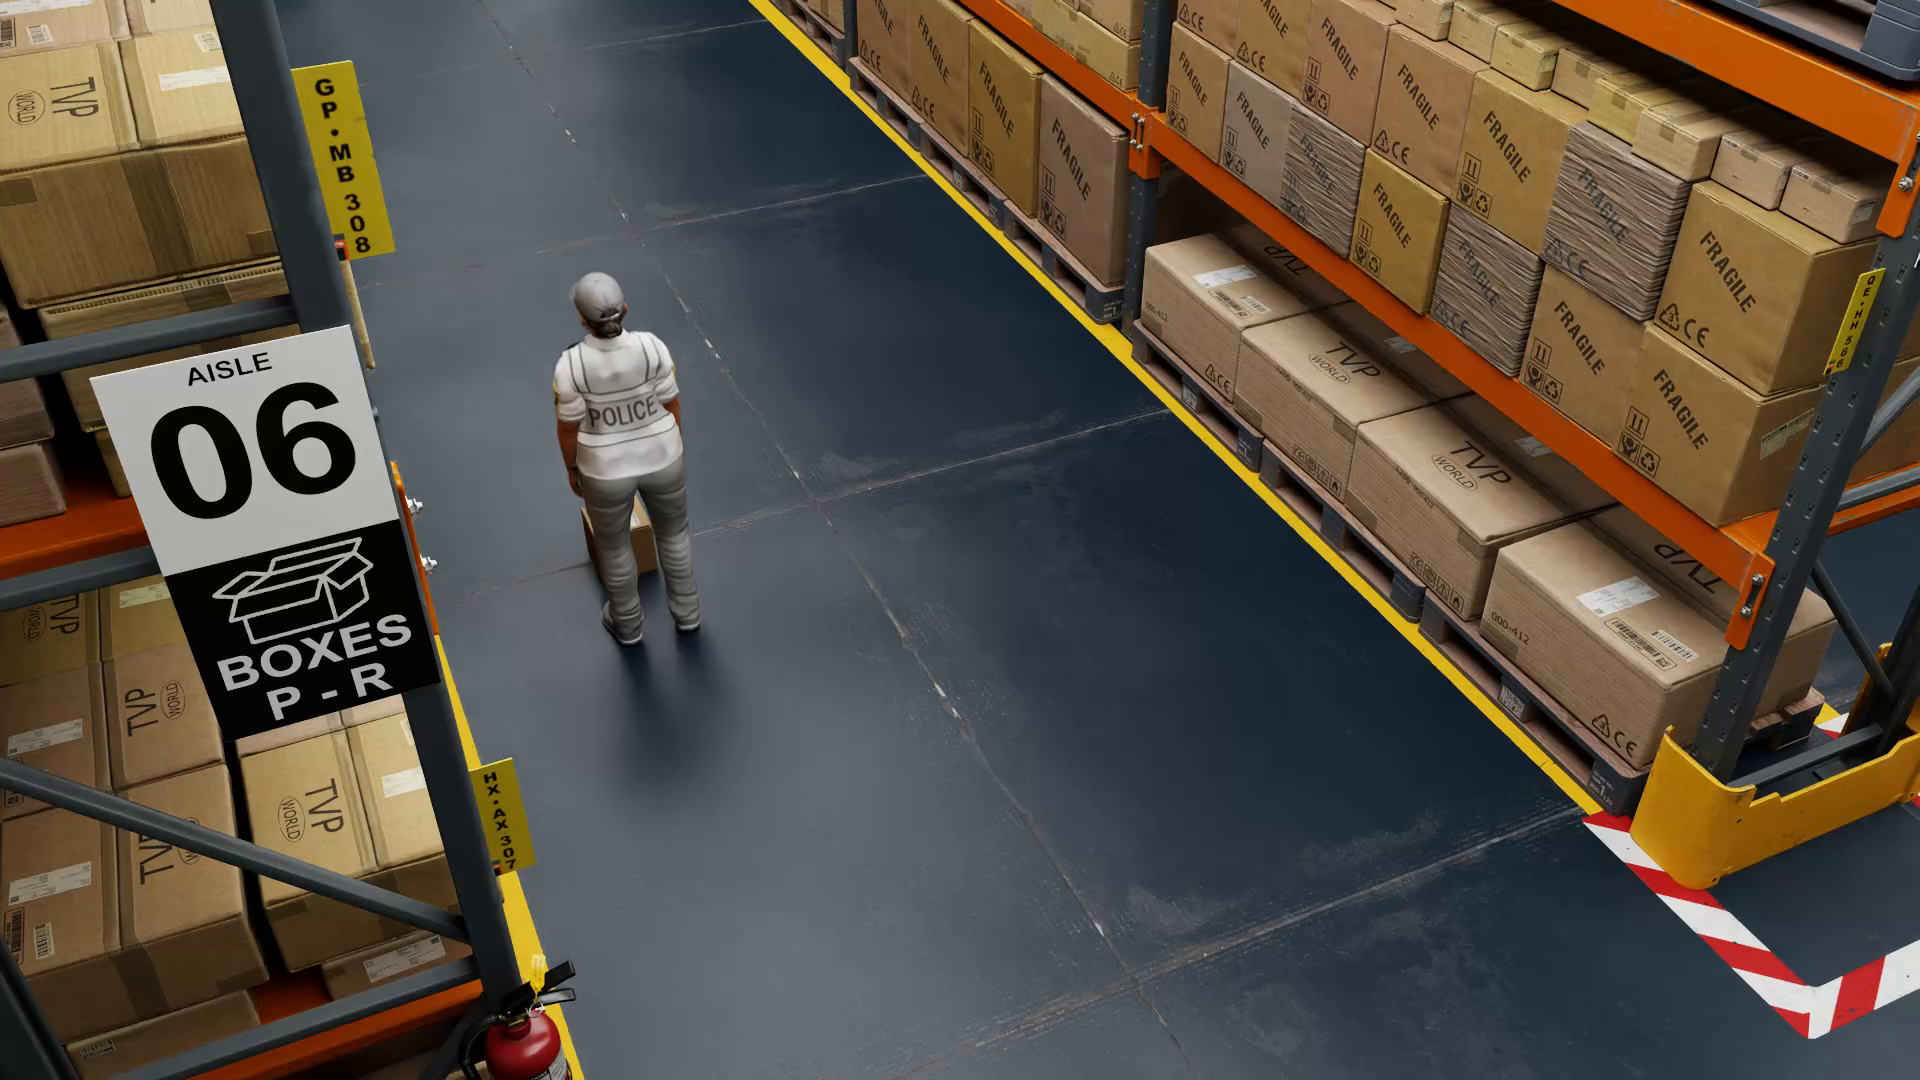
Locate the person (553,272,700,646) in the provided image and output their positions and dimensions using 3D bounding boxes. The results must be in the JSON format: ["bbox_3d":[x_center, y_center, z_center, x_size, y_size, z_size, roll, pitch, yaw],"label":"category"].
[{"bbox_3d":[-1.321,-0.295,6.547,0.479,1.689,0.390,-15,40,-19],"label":"person"}]
